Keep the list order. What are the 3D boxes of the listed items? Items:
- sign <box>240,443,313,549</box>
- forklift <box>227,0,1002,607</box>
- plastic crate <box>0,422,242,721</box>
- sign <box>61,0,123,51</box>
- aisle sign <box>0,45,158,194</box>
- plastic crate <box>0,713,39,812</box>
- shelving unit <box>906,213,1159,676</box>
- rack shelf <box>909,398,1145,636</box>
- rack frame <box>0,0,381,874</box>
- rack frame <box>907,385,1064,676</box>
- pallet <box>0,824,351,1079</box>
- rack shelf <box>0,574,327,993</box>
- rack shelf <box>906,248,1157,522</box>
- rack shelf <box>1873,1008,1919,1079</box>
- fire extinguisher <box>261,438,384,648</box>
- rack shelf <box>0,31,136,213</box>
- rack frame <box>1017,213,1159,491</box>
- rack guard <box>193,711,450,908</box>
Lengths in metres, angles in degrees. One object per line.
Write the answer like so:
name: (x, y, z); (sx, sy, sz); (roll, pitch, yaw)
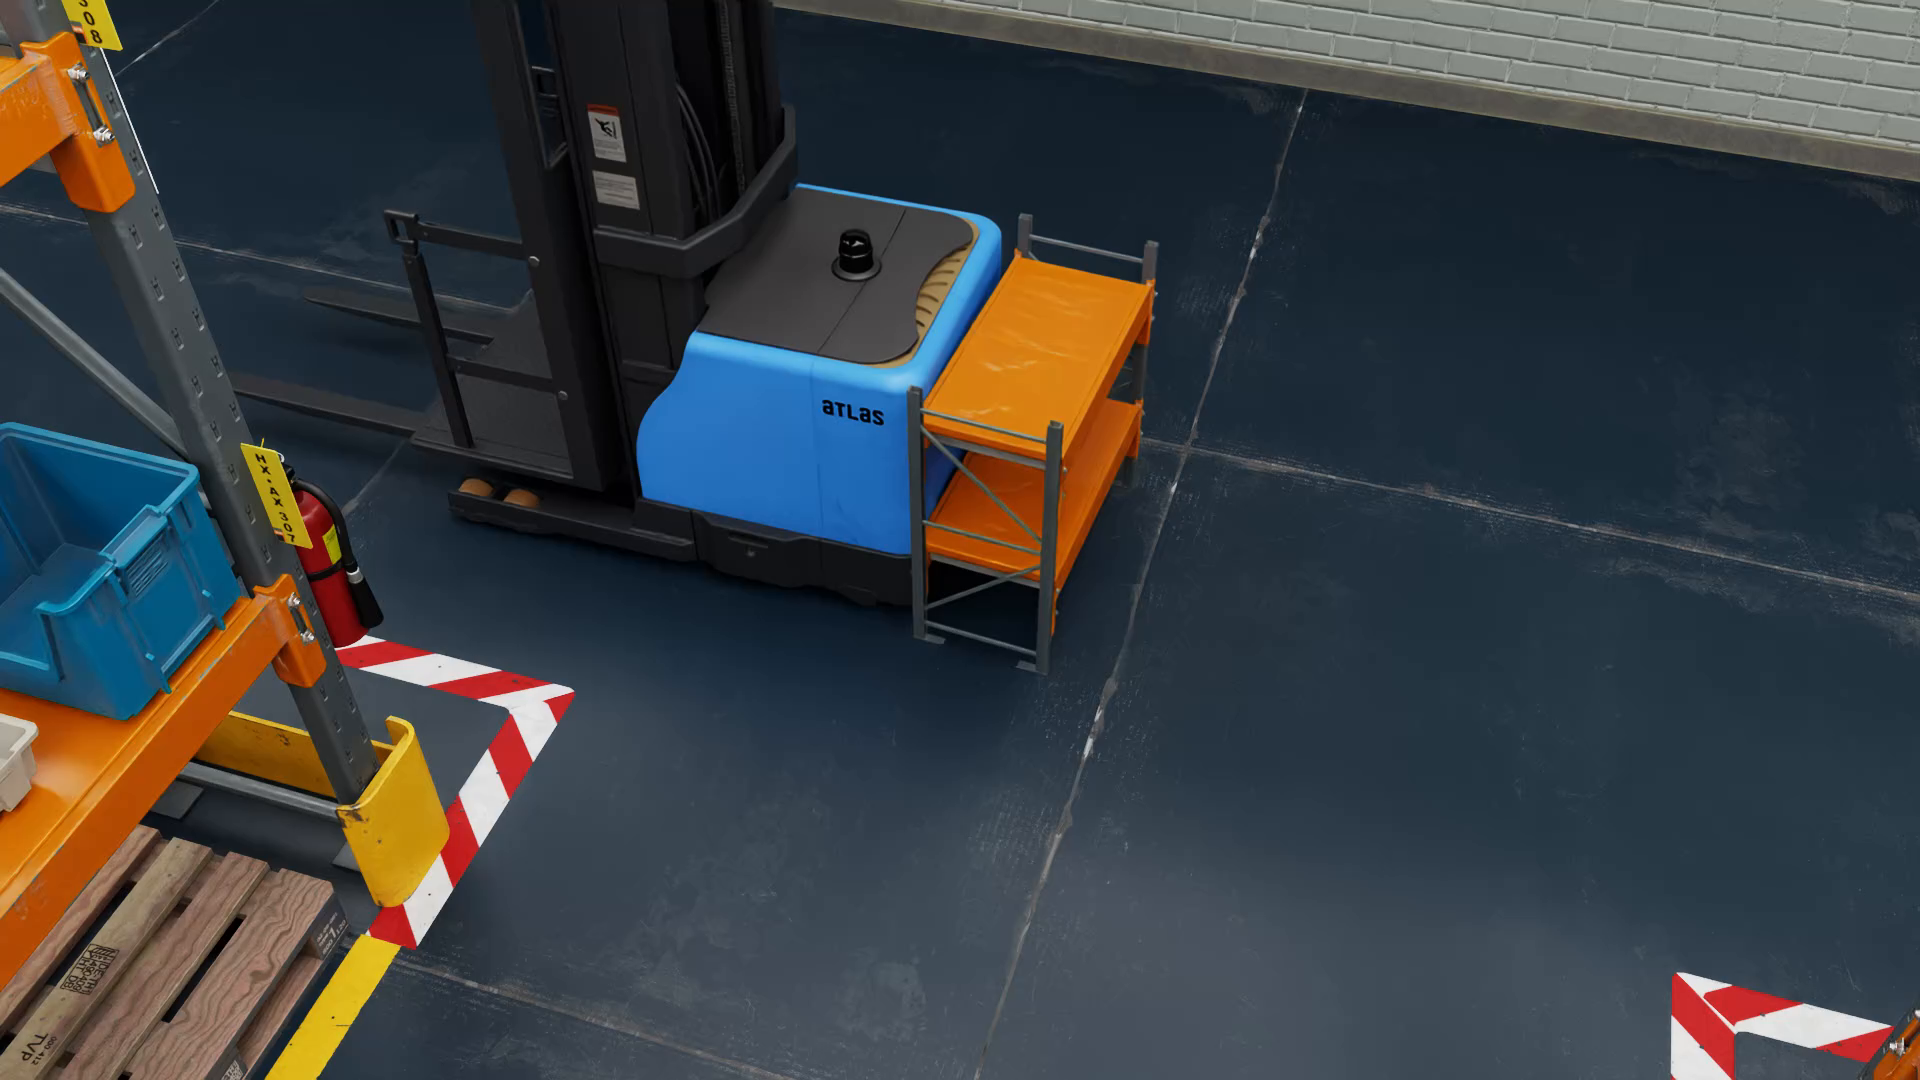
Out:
sign: (-1.682, -0.105, 4.096); (0.100, 0.325, 0.005); (13, 46, 13)
forklift: (-1.413, -1.413, 5.599); (3.031, 2.935, 1.130); (12, 46, 12)
plastic crate: (-2.134, 0.076, 3.959); (0.616, 0.435, 0.499); (13, 46, 13)
sign: (-1.682, -1.082, 3.141); (0.100, 0.325, 0.005); (13, 46, 13)
aisle sign: (-1.910, -1.068, 3.338); (0.394, 0.787, 0.004); (13, 46, 13)
plastic crate: (-2.285, 0.502, 3.738); (0.396, 0.136, 0.243); (13, 46, 13)
shelving unit: (0.257, -0.335, 5.788); (0.538, 1.125, 1.048); (15, 46, 15)
rack shelf: (0.257, -0.161, 5.959); (0.538, 0.278, 1.000); (15, 46, 15)
rack frame: (-2.211, -0.153, 4.261); (1.000, 3.000, 0.127); (13, 46, 13)
rack frame: (0.074, -0.004, 5.450); (0.500, 1.125, 0.032); (15, 46, 15)
pallet: (-2.497, 1.386, 4.683); (1.003, 0.211, 1.213); (13, 46, 13)
rack shelf: (-2.816, 1.438, 3.151); (1.077, 0.370, 4.000); (13, 46, 13)
rack shelf: (0.257, -0.545, 5.584); (0.538, 0.278, 1.000); (15, 46, 15)
rack shelf: (1.904, 2.487, 2.078); (1.077, 0.370, 4.000); (13, 46, 13)
fire extinguisher: (-1.732, 0.004, 4.423); (0.296, 0.674, 0.183); (13, 46, 13)
rack shelf: (-2.816, 0.366, 2.101); (1.077, 0.370, 4.000); (13, 46, 13)
rack frame: (0.441, -0.667, 6.127); (0.500, 1.125, 0.032); (15, 46, 15)
rack guard: (-2.216, 0.722, 5.155); (1.175, 0.500, 0.348); (13, 46, 13)
